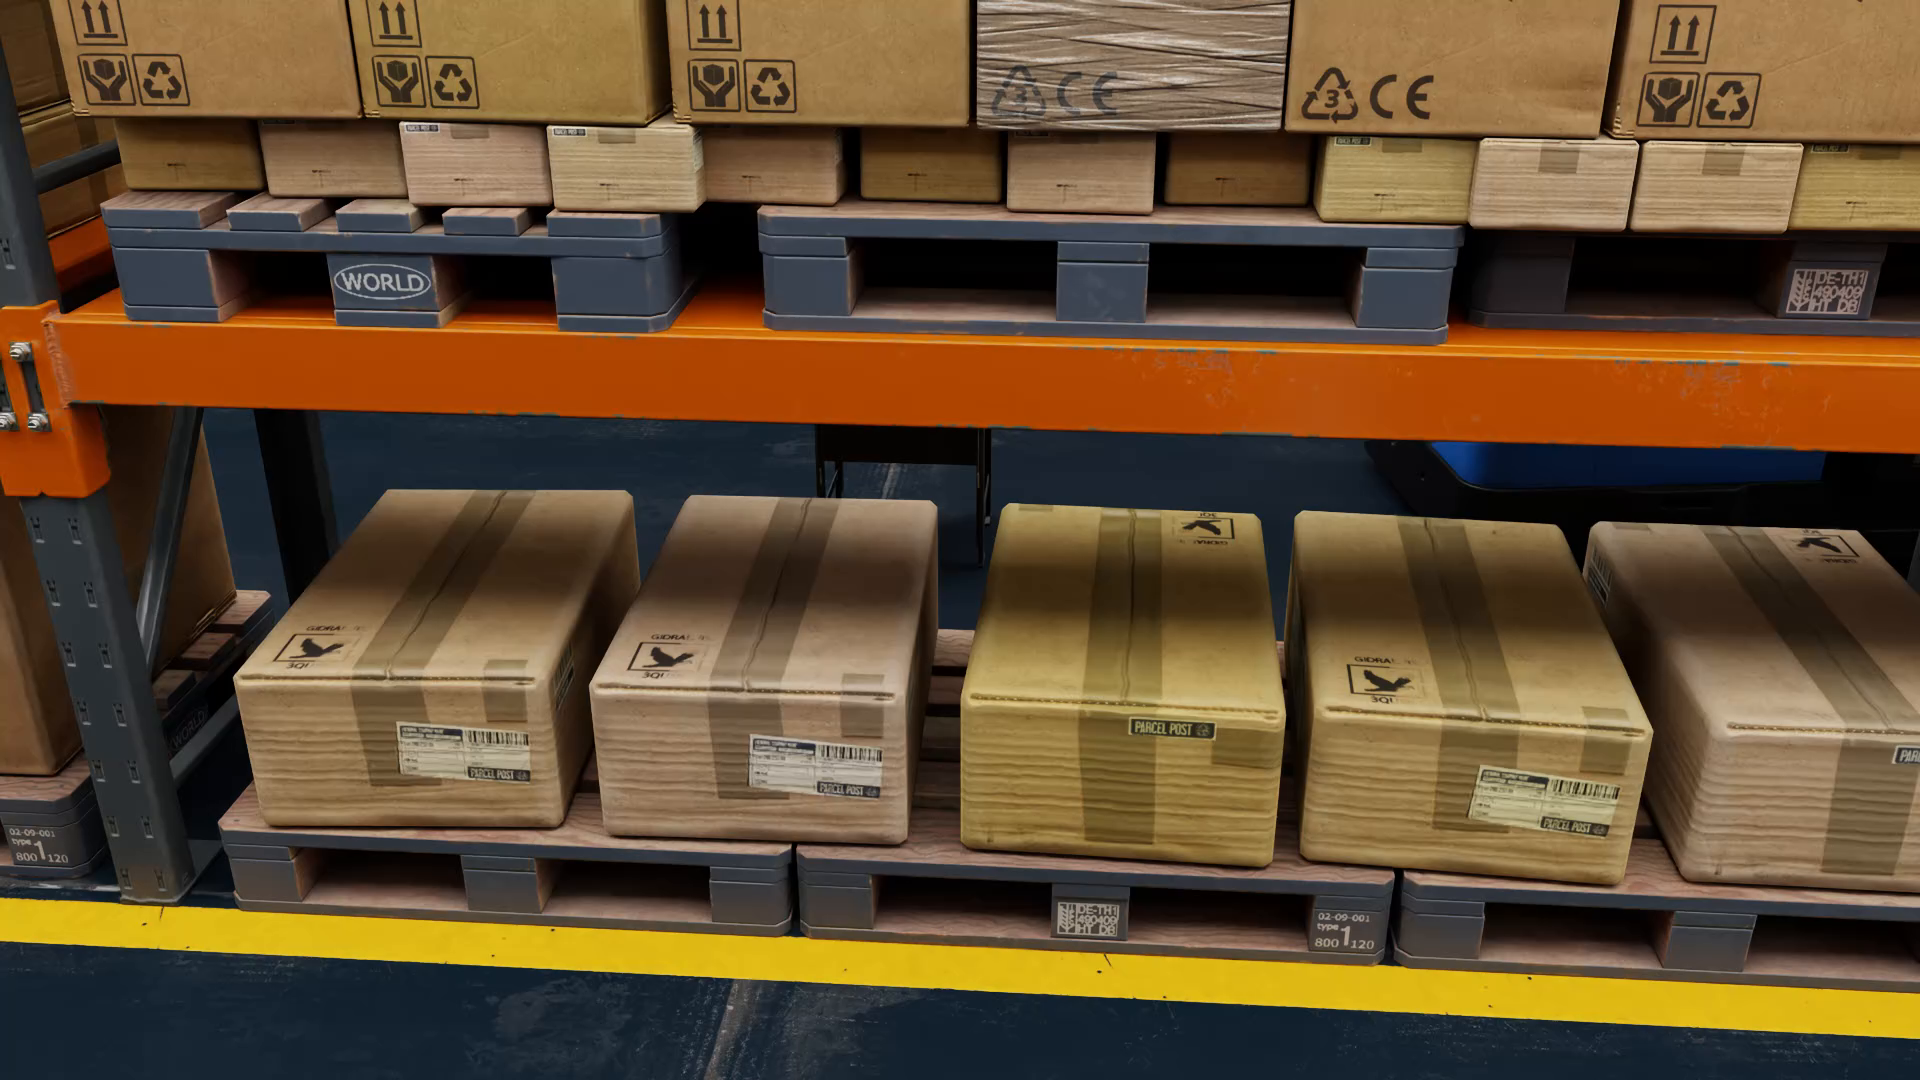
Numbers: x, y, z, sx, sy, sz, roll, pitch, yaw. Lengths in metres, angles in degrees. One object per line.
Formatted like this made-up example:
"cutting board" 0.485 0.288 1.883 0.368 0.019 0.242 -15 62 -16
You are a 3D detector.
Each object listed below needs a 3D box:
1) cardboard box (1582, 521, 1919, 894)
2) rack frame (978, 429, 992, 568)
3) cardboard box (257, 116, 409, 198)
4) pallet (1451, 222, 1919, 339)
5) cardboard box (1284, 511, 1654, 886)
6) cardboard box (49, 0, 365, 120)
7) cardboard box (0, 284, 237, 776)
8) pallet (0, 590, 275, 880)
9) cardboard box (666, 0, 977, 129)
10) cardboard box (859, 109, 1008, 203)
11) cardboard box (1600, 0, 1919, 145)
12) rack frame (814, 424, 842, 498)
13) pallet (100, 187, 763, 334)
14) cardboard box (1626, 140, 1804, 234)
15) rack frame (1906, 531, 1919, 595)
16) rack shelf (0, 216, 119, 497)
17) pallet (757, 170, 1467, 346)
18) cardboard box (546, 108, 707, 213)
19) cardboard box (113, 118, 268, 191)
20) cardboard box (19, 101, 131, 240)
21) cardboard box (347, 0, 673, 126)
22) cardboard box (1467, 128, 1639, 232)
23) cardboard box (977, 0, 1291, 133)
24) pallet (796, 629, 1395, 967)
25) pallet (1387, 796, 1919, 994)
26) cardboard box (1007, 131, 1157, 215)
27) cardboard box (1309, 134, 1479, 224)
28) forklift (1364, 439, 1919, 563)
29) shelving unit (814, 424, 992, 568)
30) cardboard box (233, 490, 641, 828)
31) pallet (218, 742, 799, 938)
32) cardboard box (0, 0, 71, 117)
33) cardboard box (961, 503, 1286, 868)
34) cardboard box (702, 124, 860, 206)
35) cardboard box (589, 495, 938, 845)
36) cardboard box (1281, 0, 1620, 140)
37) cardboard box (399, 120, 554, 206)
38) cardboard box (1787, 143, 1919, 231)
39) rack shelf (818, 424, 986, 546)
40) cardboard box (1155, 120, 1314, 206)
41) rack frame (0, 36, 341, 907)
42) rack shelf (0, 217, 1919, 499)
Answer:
"cardboard box" 1.773 0.326 3.595 0.625 0.372 0.950 2 25 5
"rack frame" 0.078 -0.951 4.806 0.015 2.100 0.400 2 25 4
"cardboard box" -1.103 -0.755 3.101 0.250 0.149 0.380 0 25 1
"pallet" 1.545 -0.659 3.324 1.213 0.211 1.003 2 25 4
"cardboard box" 1.056 0.304 3.641 0.625 0.372 0.950 3 25 7
"cardboard box" -1.261 -1.050 2.965 0.500 0.500 0.500 1 25 3
"cardboard box" -2.375 -0.072 3.857 0.875 0.875 0.875 2 25 4
"pallet" -2.473 0.421 4.083 1.213 0.211 1.003 2 25 4
"cardboard box" -0.211 -1.022 2.904 0.500 0.500 0.500 2 25 5
"cardboard box" -0.030 -0.742 3.072 0.250 0.149 0.380 3 25 6
"cardboard box" 1.323 -0.967 2.786 0.500 0.500 0.500 2 25 4
"rack frame" -0.408 -0.967 4.840 0.015 2.100 0.400 2 25 4
"pallet" -0.974 -0.724 3.464 1.003 0.211 1.213 2 25 4
"cardboard box" 1.240 -0.648 2.869 0.250 0.149 0.380 1 25 3
"rack frame" 2.296 -0.661 3.099 0.127 3.000 1.000 2 25 4
"rack shelf" -3.686 -0.527 3.666 4.000 0.370 1.077 2 25 4
"pallet" 0.285 -0.656 3.317 1.213 0.211 1.003 2 25 4
"cardboard box" -0.561 -0.710 3.002 0.250 0.149 0.380 2 25 4
"cardboard box" -1.382 -0.778 3.151 0.250 0.149 0.380 0 25 1
"cardboard box" -2.161 -0.842 3.670 0.500 0.250 0.500 1 25 3
"cardboard box" -0.741 -1.036 2.935 0.500 0.500 0.500 3 25 7
"cardboard box" 0.986 -0.655 2.884 0.250 0.149 0.380 2 25 4
"cardboard box" 0.287 -1.003 2.863 0.500 0.500 0.500 1 25 2
"pallet" 0.300 0.543 3.817 1.213 0.211 1.003 2 25 4
"pallet" 1.520 0.581 3.735 1.213 0.211 1.003 2 25 4
"cardboard box" 0.225 -0.706 2.994 0.250 0.149 0.380 3 25 6
"cardboard box" 0.746 -0.678 2.933 0.250 0.149 0.380 2 25 4
"forklift" 2.944 -1.451 4.897 3.031 2.935 1.130 -2 25 -4
"shelving unit" -0.165 -0.959 4.823 0.503 2.100 0.431 2 25 4
"cardboard box" -1.130 0.236 3.790 0.625 0.372 0.950 0 25 0
"pallet" -0.913 0.503 3.904 1.213 0.211 1.003 2 25 4
"cardboard box" -2.179 -1.067 3.563 0.500 0.250 0.500 2 25 4
"cardboard box" 0.362 0.283 3.688 0.625 0.372 0.950 3 25 6
"cardboard box" -0.315 -0.734 3.056 0.250 0.149 0.380 3 25 7
"cardboard box" -0.393 0.256 3.746 0.625 0.372 0.950 1 25 3
"cardboard box" 0.809 -0.986 2.827 0.500 0.500 0.500 3 25 6
"cardboard box" -0.834 -0.727 3.040 0.250 0.149 0.380 0 25 1
"cardboard box" 1.500 -0.655 2.884 0.250 0.149 0.380 1 25 2
"rack shelf" -0.165 -0.311 5.121 0.480 0.518 0.431 2 25 4
"cardboard box" 0.491 -0.729 3.045 0.250 0.149 0.380 1 25 2
"rack frame" -1.692 -0.789 3.377 0.127 3.000 1.000 2 25 4
"rack shelf" 0.302 -0.399 3.388 4.000 0.370 1.077 2 25 4
